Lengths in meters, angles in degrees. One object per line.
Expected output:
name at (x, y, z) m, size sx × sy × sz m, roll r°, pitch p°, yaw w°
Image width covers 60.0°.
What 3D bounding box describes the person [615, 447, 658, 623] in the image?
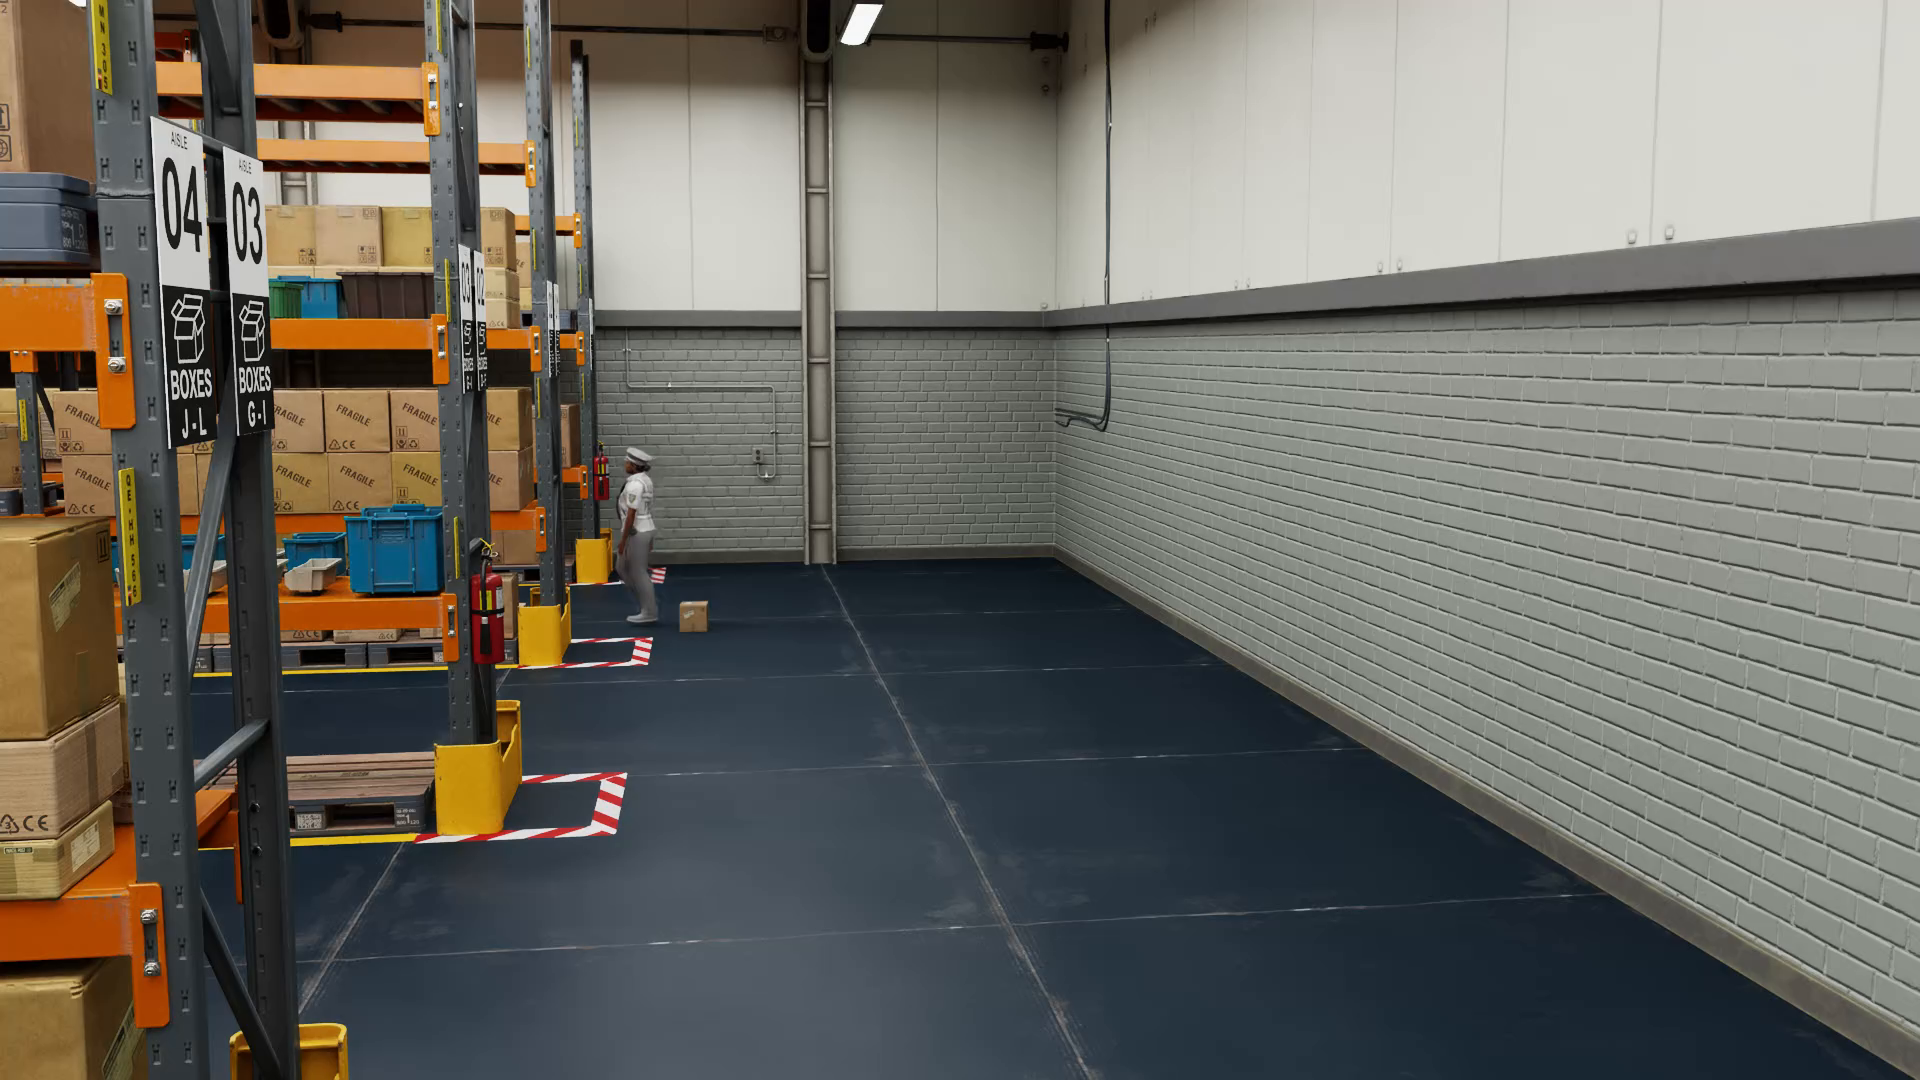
person at (-3.119, -0.031, 15.892) m, size 0.439 × 1.718 × 0.433 m, roll 0°, pitch 7°, yaw 0°
